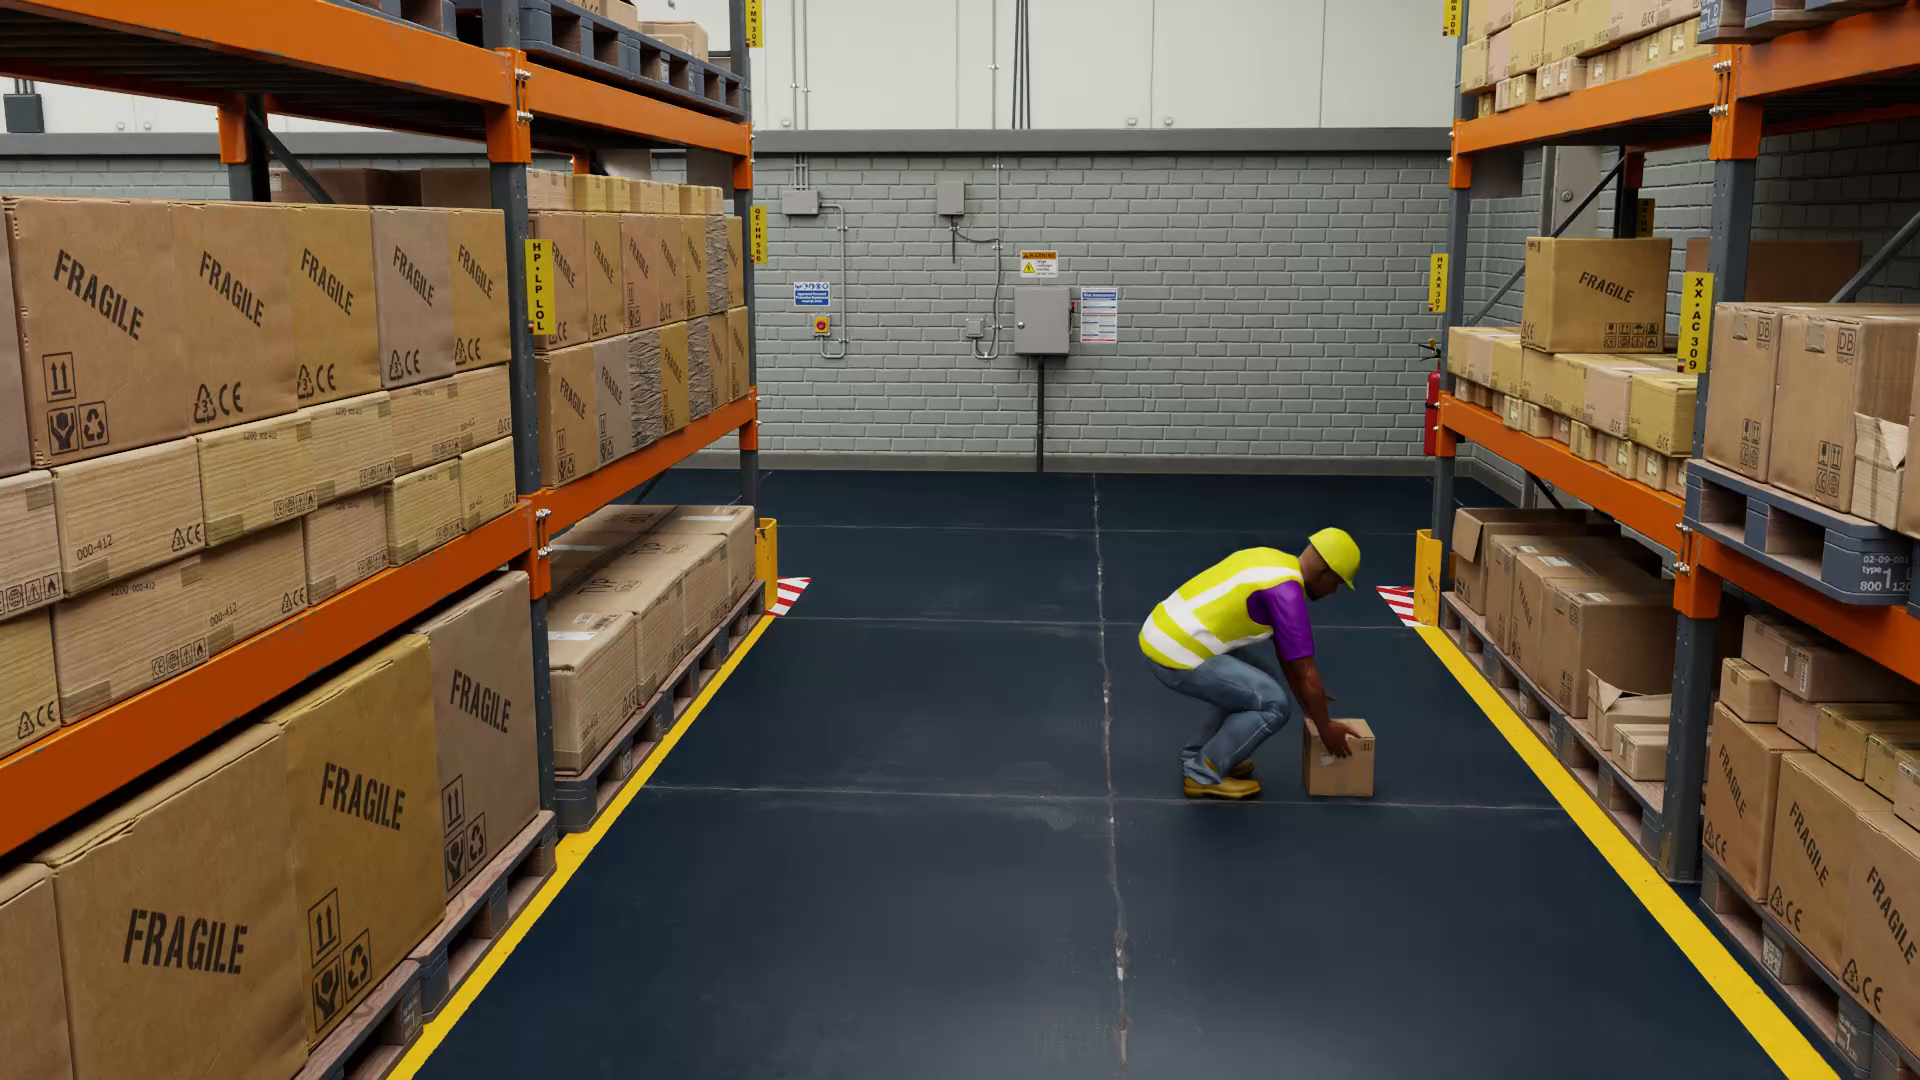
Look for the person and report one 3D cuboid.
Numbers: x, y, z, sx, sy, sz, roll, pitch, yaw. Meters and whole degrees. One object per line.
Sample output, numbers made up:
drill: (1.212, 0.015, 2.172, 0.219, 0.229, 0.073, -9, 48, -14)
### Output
person: (1.167, 0.474, 6.757, 0.880, 1.063, 0.597, 1, 11, 4)
